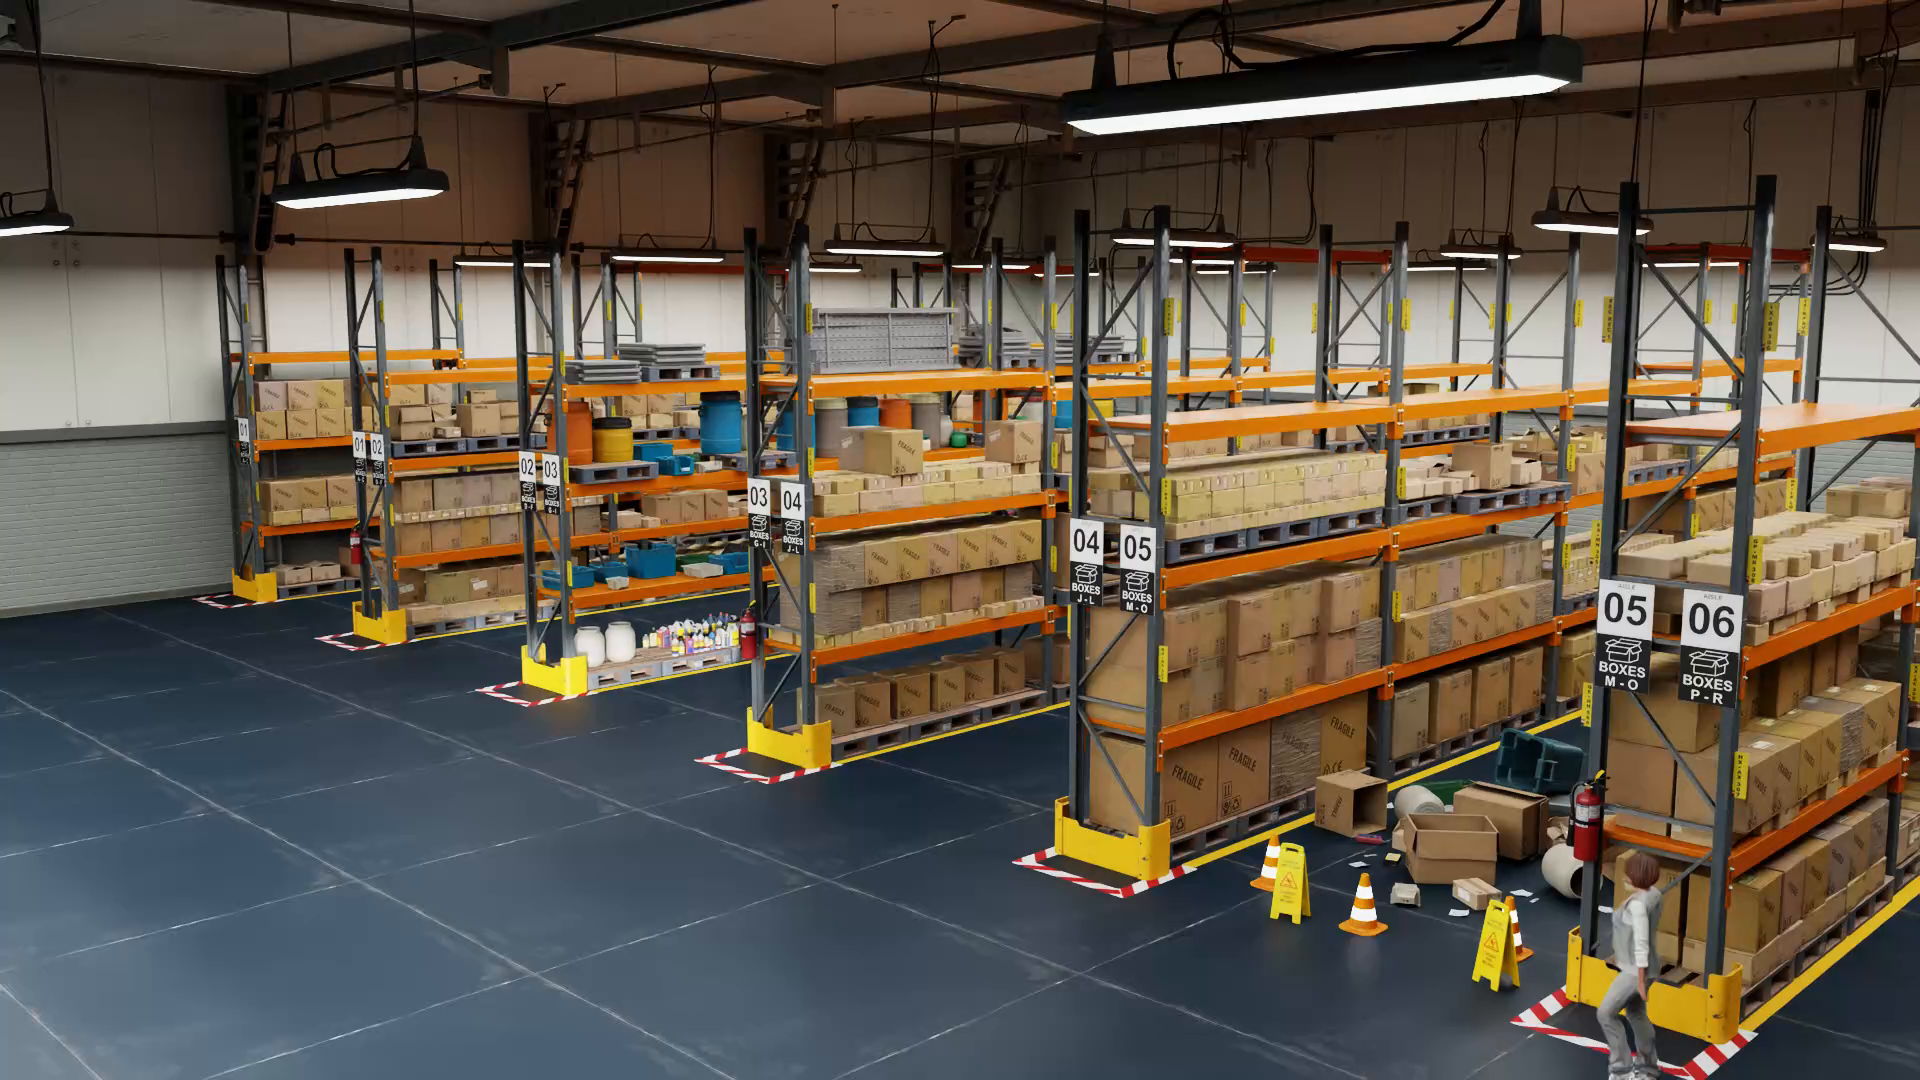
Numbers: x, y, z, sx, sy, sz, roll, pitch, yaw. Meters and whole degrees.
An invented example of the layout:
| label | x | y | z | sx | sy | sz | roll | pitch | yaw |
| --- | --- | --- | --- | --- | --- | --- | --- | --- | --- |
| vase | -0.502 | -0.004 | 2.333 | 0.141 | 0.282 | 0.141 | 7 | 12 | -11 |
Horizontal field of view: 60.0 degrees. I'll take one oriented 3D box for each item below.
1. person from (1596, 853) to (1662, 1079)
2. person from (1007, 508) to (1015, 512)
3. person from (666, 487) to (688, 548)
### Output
| label | x | y | z | sx | sy | sz | roll | pitch | yaw |
| --- | --- | --- | --- | --- | --- | --- | --- | --- | --- |
| person | 4.421 | 2.852 | 10.938 | 0.438 | 1.638 | 0.483 | 2 | 8 | 14 |
| person | 1.263 | -1.151 | 38.341 | 0.601 | 1.766 | 0.383 | -5 | 10 | -33 |
| person | -5.756 | -0.365 | 33.435 | 0.463 | 1.622 | 0.978 | 6 | 10 | 38 |
